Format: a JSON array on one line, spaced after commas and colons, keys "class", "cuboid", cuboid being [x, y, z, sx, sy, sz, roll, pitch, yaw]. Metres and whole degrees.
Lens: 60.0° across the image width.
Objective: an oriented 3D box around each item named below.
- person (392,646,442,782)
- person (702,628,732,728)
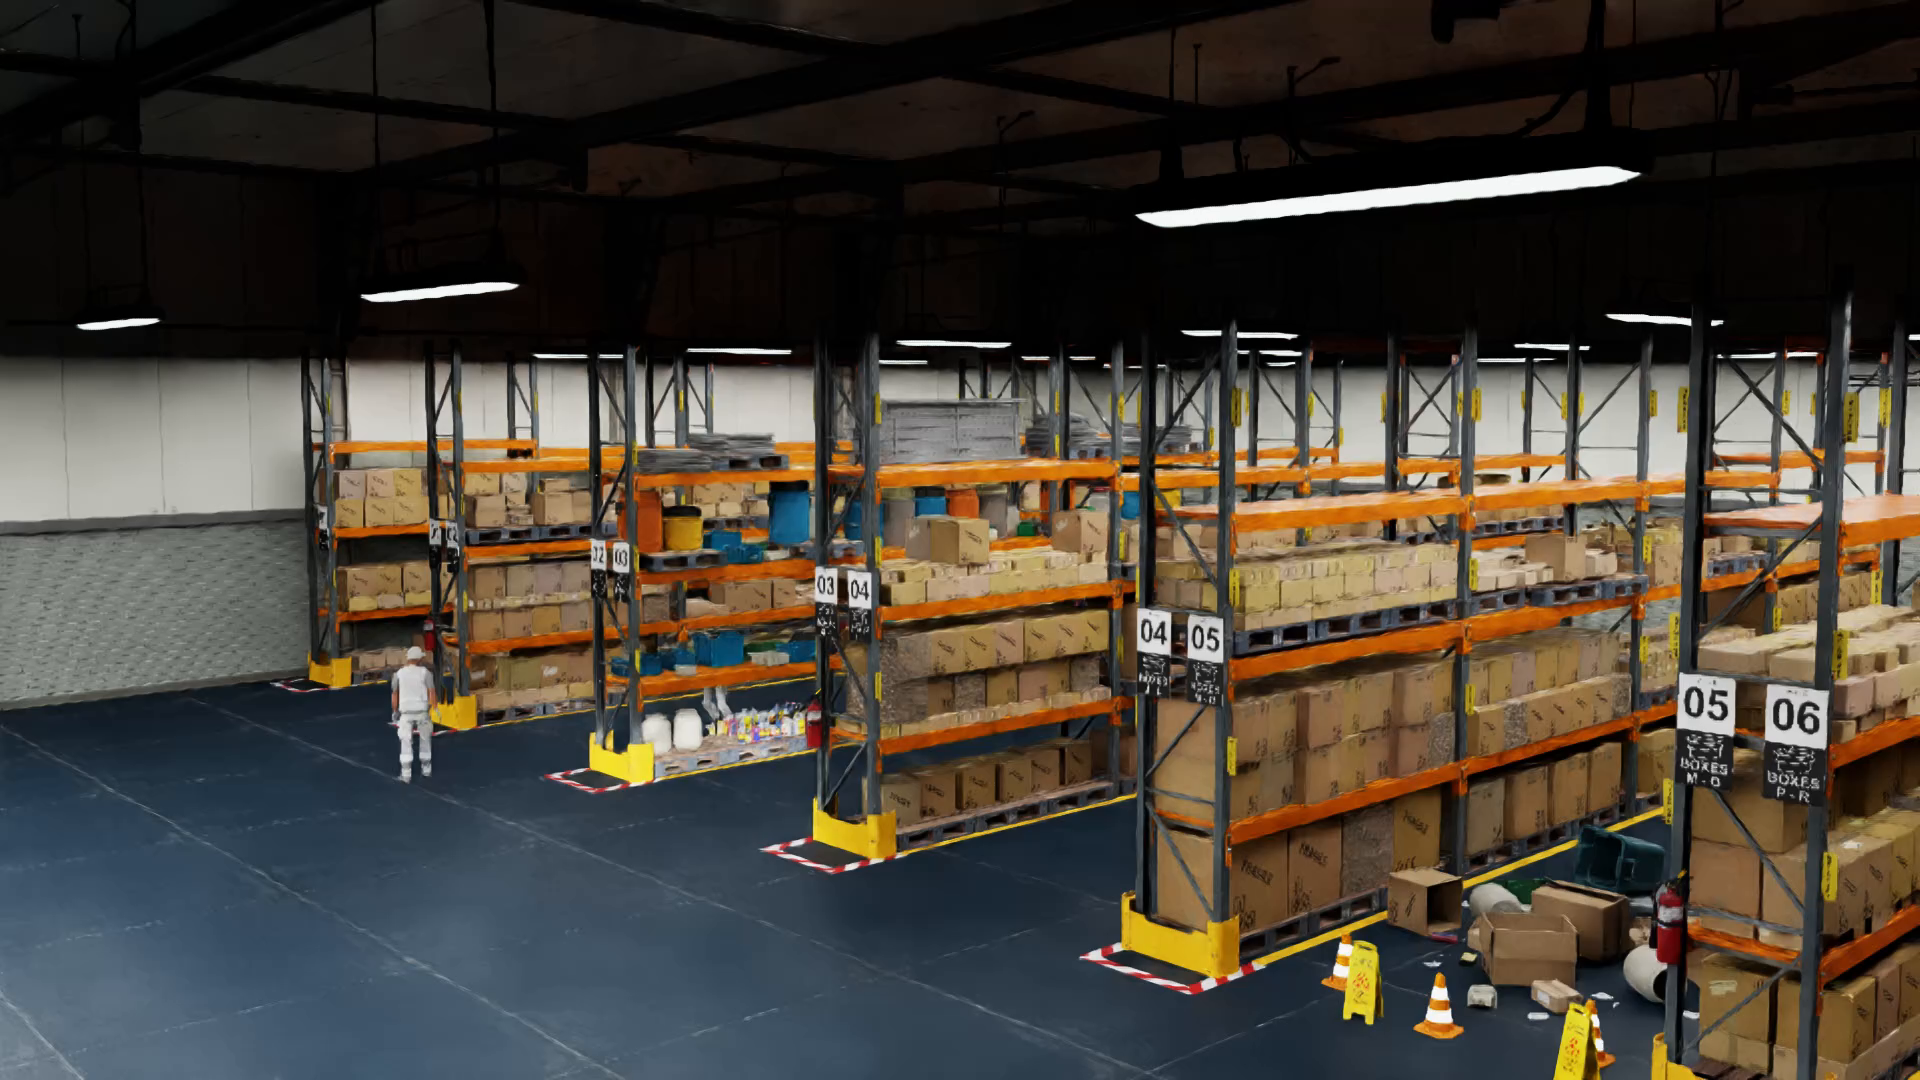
[{"class": "person", "cuboid": [-7.278, 2.301, 22.286, 0.646, 1.785, 0.547, -1, 5, -15]}, {"class": "person", "cuboid": [-3.719, 2.125, 25.404, 0.512, 1.632, 0.637, -5, 7, -43]}]
